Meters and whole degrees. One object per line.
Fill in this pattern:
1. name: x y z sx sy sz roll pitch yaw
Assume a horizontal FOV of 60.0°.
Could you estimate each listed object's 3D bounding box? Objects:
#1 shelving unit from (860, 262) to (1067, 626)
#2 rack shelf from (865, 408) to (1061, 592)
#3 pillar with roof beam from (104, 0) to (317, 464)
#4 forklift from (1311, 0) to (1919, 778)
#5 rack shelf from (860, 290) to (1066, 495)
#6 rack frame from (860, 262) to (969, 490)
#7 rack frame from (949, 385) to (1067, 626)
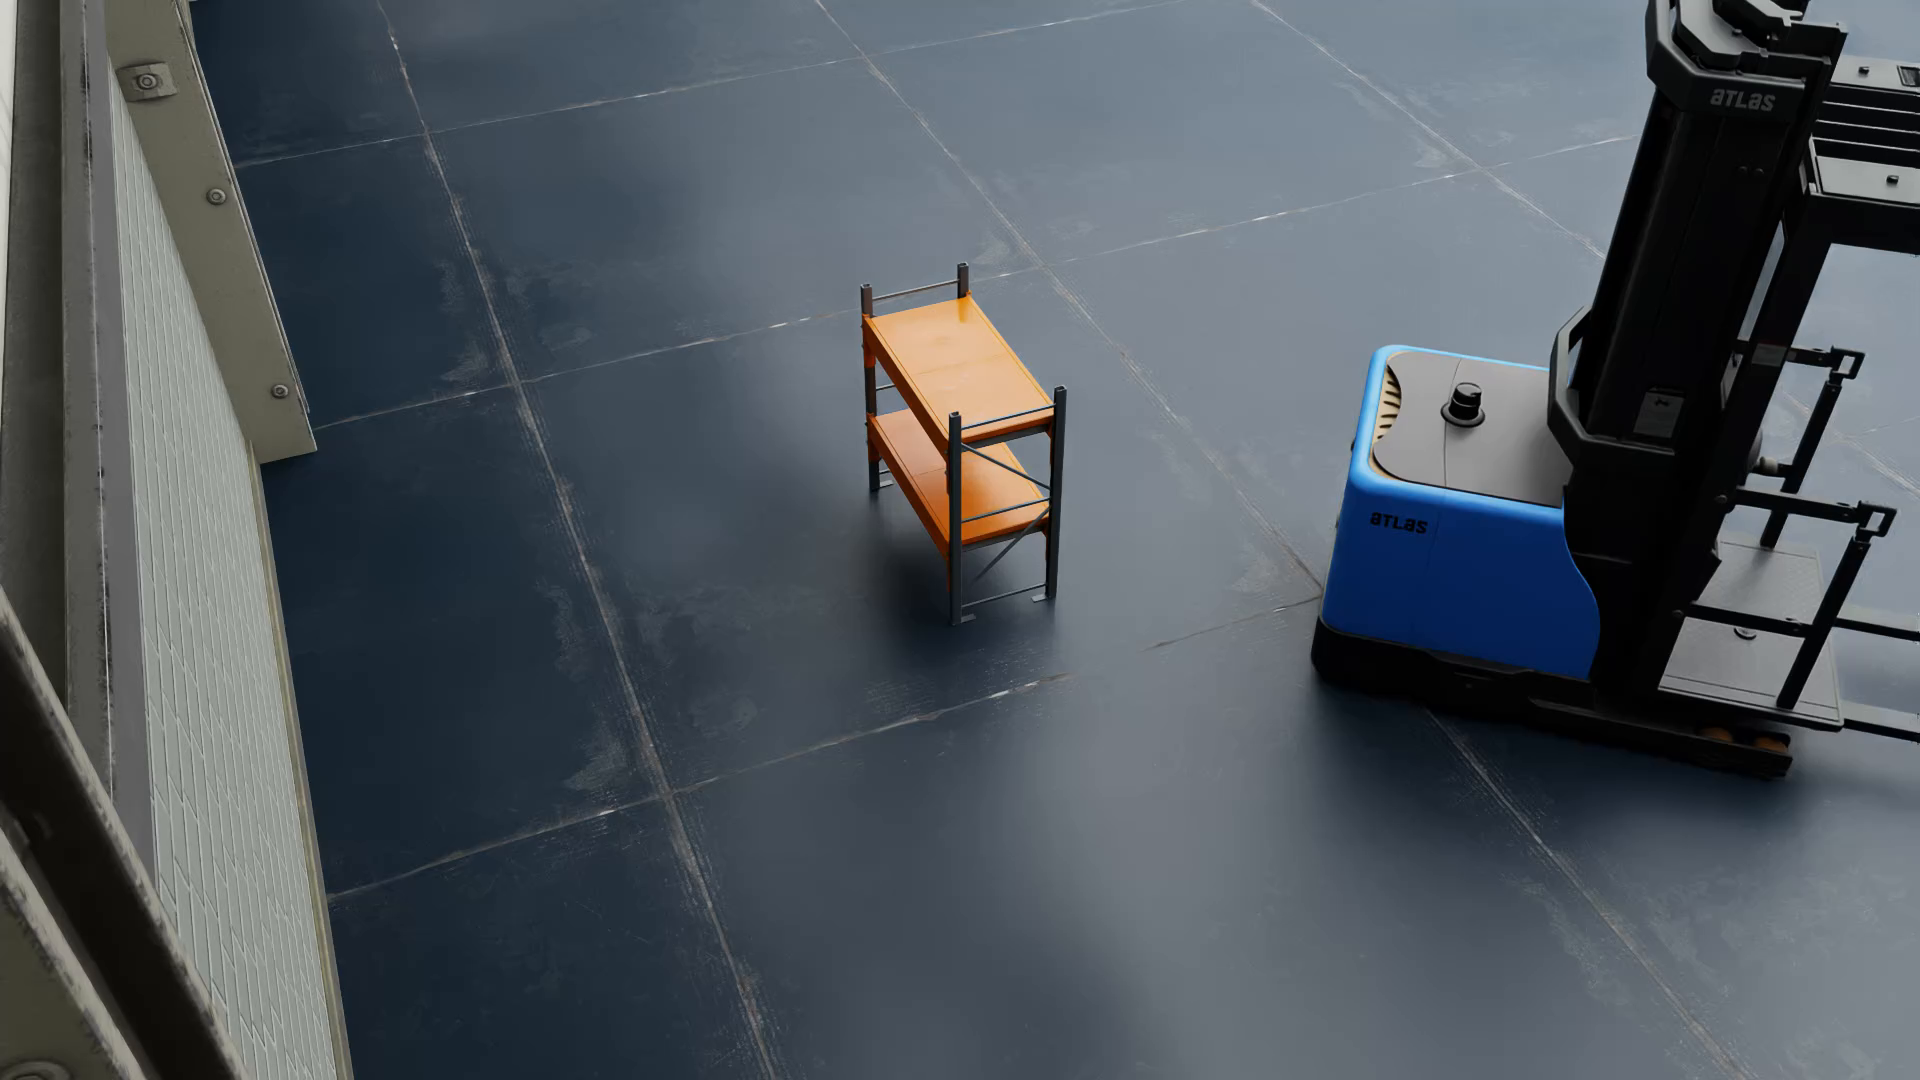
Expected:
1. shelving unit: -0.003 -0.431 7.307 0.538 1.125 1.048 -15 43 -17
2. rack shelf: -0.003 -0.245 7.466 0.538 0.278 1.000 -15 43 -17
3. pillar with roof beam: 0.597 -5.005 6.588 9.100 9.000 0.400 -15 43 -17
4. forklift: 3.049 -0.560 6.072 3.031 2.935 1.130 11 42 12
5. rack shelf: -0.003 -0.652 7.116 0.538 0.278 1.000 -15 43 -17
6. rack frame: -0.197 -0.737 7.663 0.500 1.125 0.032 -15 43 -17
7. rack frame: 0.192 -0.124 6.950 0.500 1.125 0.032 -15 43 -17
